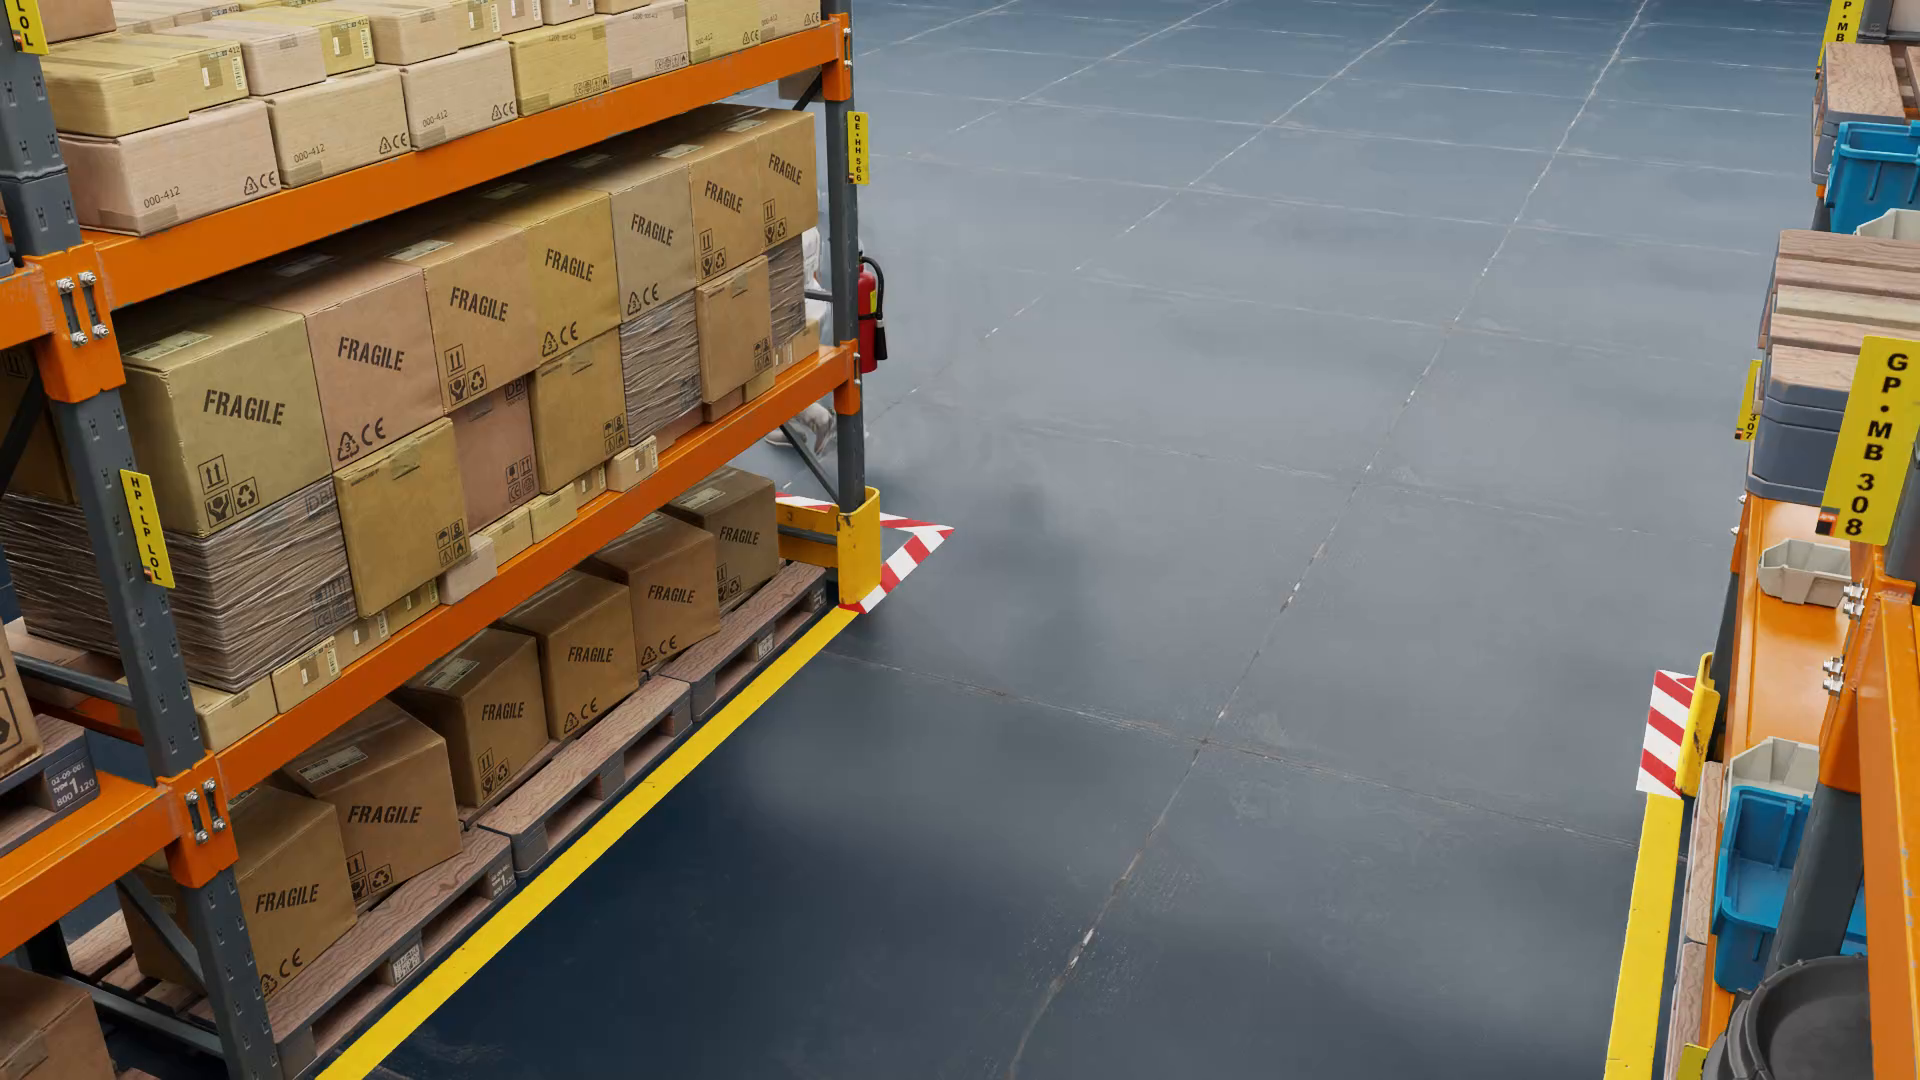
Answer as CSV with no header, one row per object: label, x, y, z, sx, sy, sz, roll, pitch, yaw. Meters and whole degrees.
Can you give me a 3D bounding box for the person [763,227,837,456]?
person,-0.952,-1.255,9.613,0.613,1.642,0.504,10,28,19
